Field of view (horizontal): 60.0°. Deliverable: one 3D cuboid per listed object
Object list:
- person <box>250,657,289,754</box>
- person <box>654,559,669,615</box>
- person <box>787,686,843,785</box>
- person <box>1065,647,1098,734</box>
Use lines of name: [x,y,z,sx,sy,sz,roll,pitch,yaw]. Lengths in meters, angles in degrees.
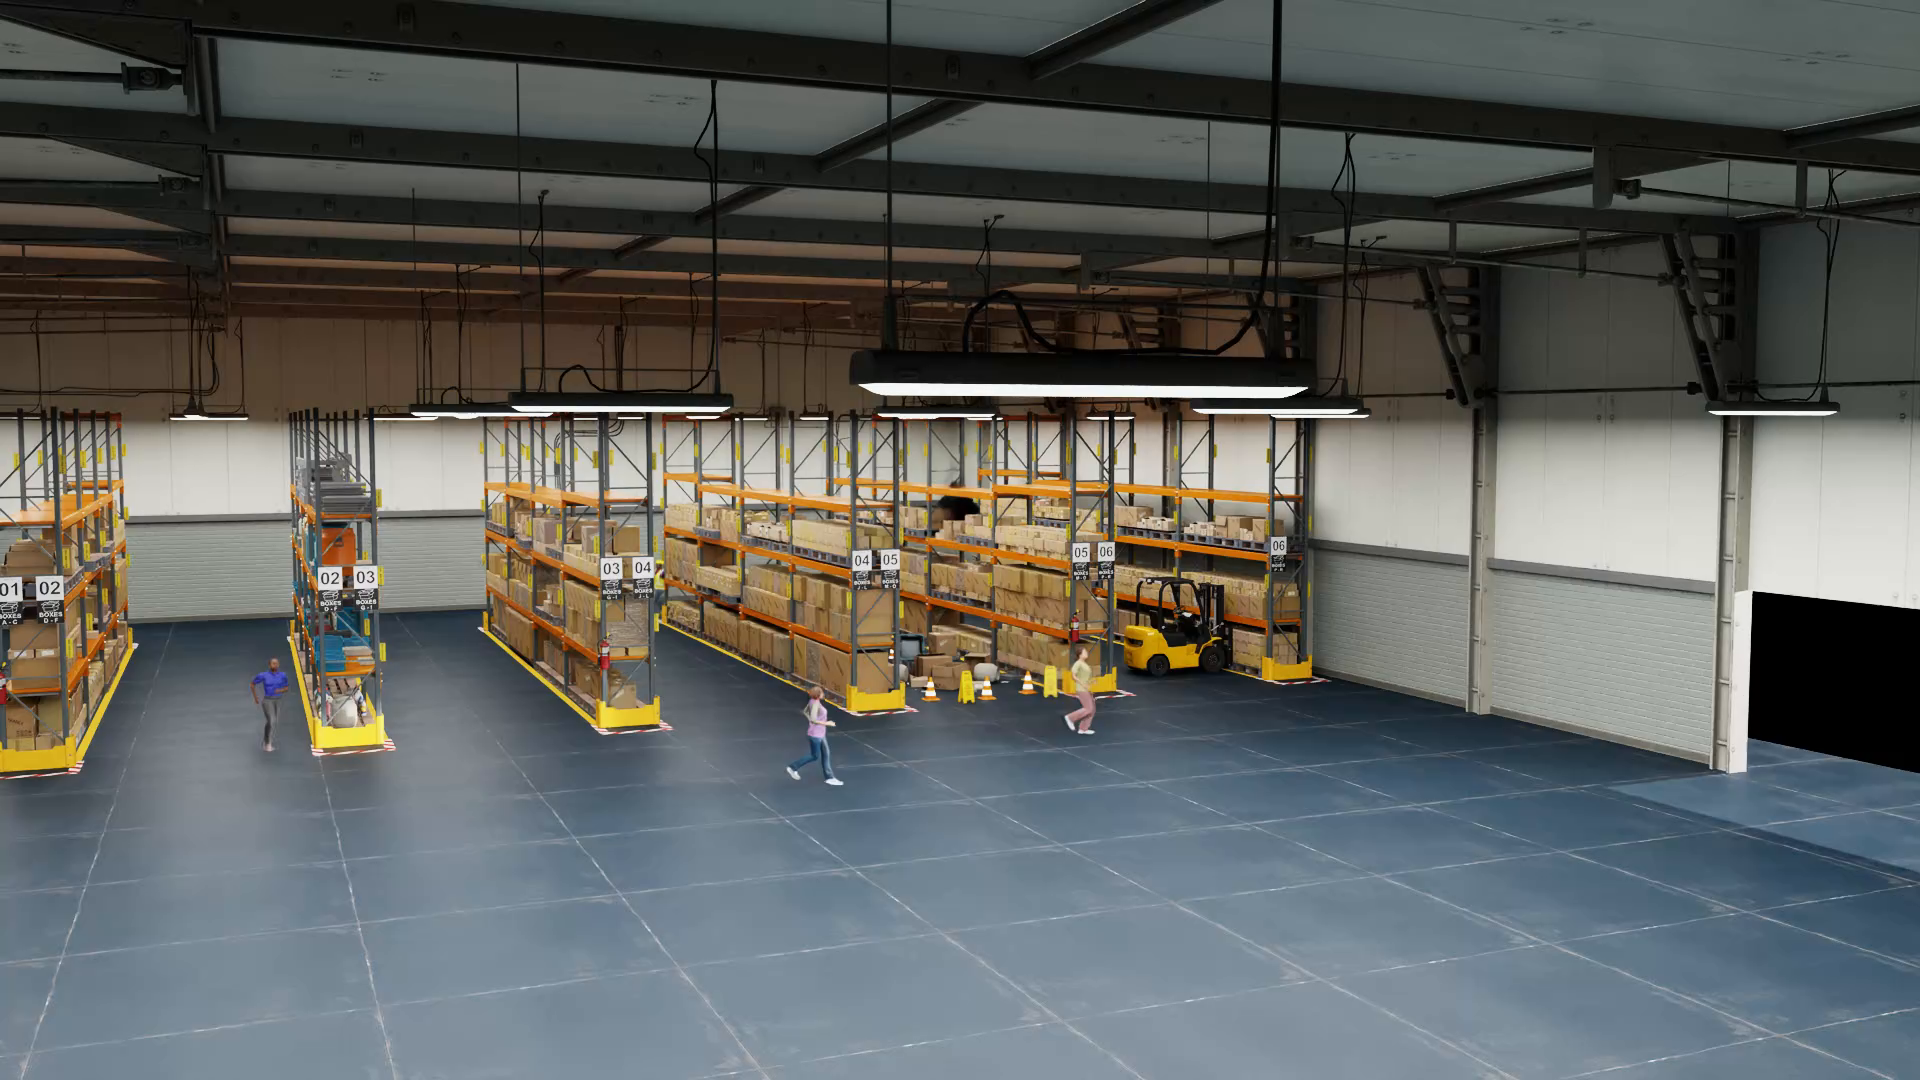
person: [-11.989,2.924,29.026,0.635,1.567,0.556,4,5,43]
person: [-8.830,1.455,48.731,0.727,1.797,0.761,-3,5,-41]
person: [-2.287,3.084,26.171,0.885,1.592,0.545,0,4,1]
person: [2.237,2.766,30.610,0.568,1.619,0.578,1,4,19]
